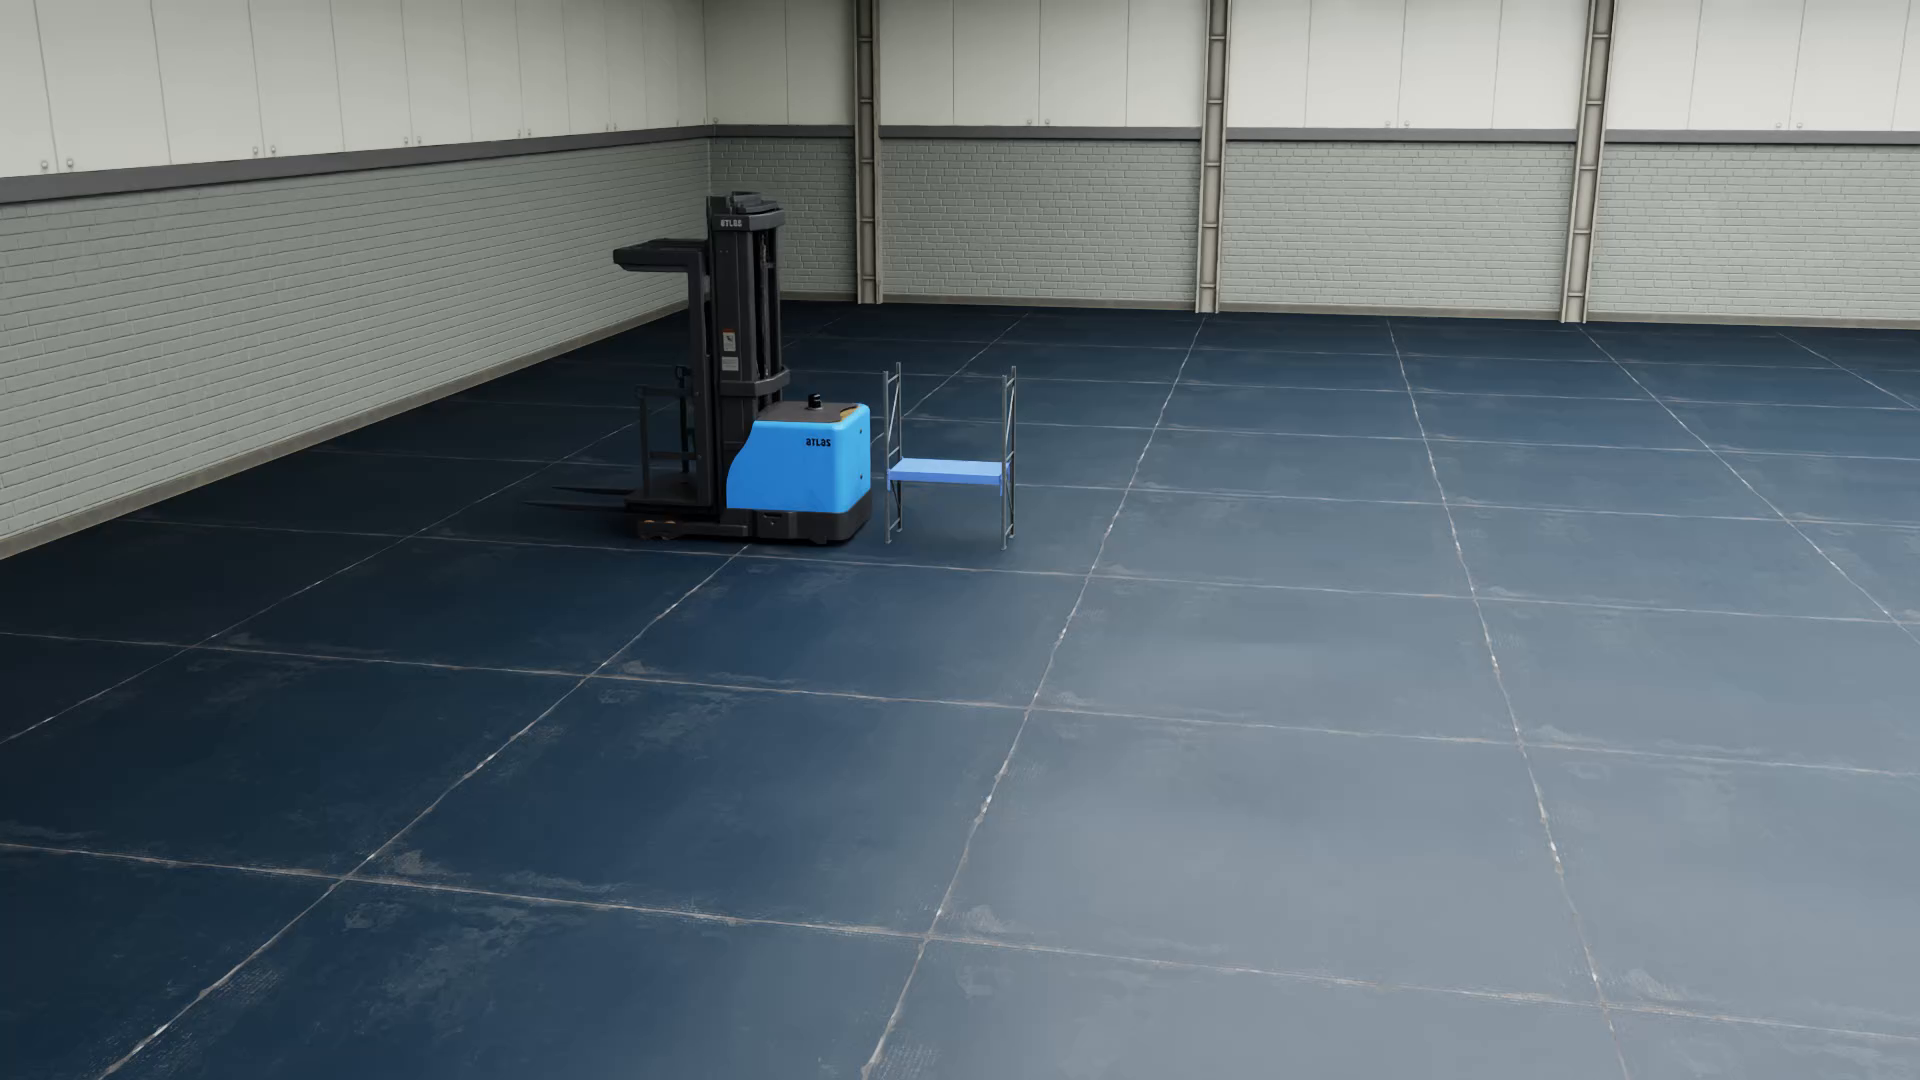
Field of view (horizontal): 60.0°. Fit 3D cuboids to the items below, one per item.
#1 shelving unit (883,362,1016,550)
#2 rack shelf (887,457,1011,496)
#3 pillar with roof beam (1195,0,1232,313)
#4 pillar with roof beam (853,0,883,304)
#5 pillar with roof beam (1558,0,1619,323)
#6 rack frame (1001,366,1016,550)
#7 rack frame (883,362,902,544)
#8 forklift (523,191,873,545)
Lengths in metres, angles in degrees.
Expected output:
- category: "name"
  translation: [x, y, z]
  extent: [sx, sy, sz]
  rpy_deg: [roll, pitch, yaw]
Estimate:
- category: "shelving unit"
  translation: [-0.084, -0.727, 14.308]
  extent: [1.048, 1.500, 0.538]
  rpy_deg: [3, 16, 11]
- category: "rack shelf"
  translation: [-0.084, -0.554, 14.356]
  extent: [1.000, 0.185, 0.538]
  rpy_deg: [3, 16, 11]
- category: "pillar with roof beam"
  translation: [3.412, -7.153, 23.459]
  extent: [0.400, 9.000, 9.100]
  rpy_deg: [3, 16, 11]
- category: "pillar with roof beam"
  translation: [-2.468, -7.472, 24.611]
  extent: [0.400, 9.000, 9.100]
  rpy_deg: [3, 16, 11]
- category: "pillar with roof beam"
  translation: [9.292, -6.834, 22.307]
  extent: [0.400, 9.000, 9.100]
  rpy_deg: [3, 16, 11]
- category: "rack frame"
  translation: [0.415, -0.700, 14.211]
  extent: [0.032, 1.500, 0.500]
  rpy_deg: [3, 16, 11]
- category: "rack frame"
  translation: [-0.582, -0.754, 14.406]
  extent: [0.032, 1.500, 0.500]
  rpy_deg: [3, 16, 11]
- category: "forklift"
  translation: [-2.362, -1.545, 14.581]
  extent: [3.031, 2.935, 1.130]
  rpy_deg: [3, 16, 10]
